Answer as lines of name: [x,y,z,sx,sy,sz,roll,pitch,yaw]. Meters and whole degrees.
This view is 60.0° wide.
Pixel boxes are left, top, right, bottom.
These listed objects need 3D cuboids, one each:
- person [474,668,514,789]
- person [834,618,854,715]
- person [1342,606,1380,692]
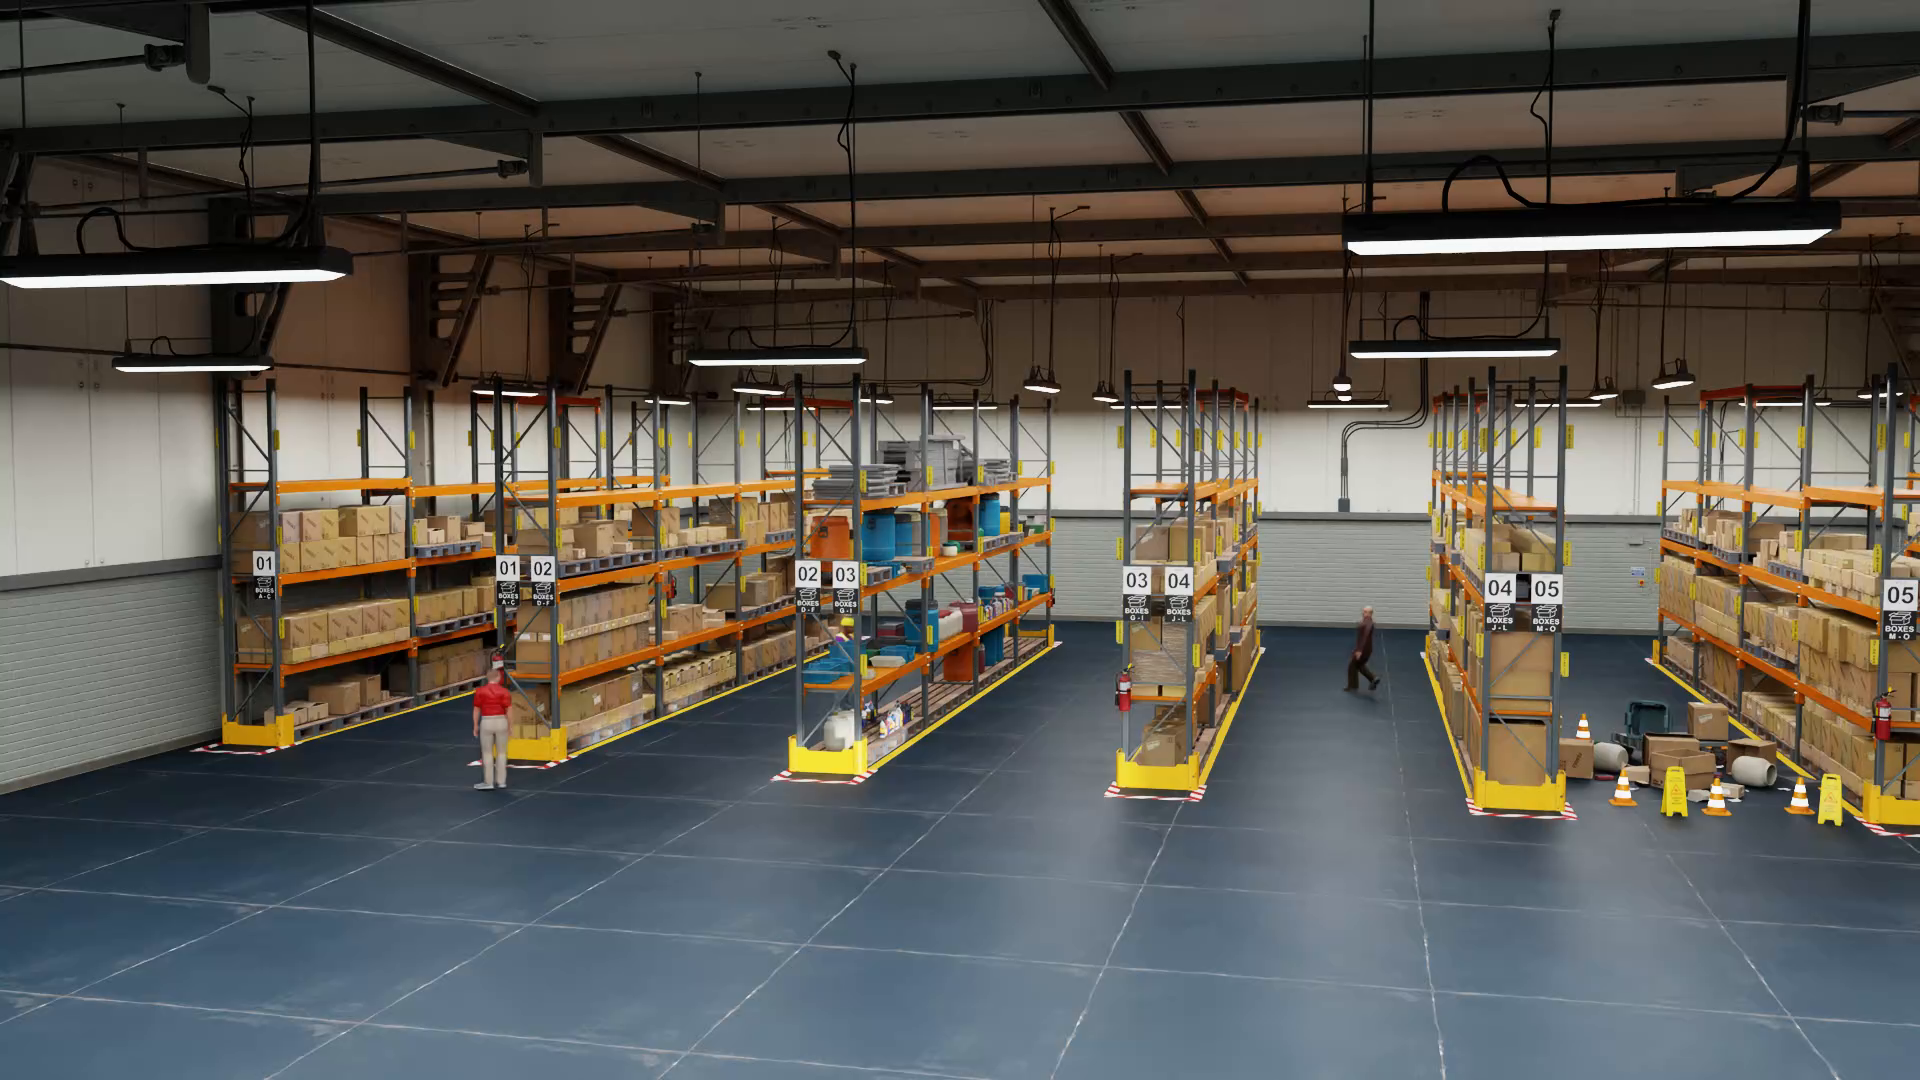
person: [-6.692,2.710,23.890,0.571,1.746,0.409,0,3,-4]
person: [-2.062,2.300,30.195,0.422,1.785,0.592,2,4,30]
person: [7.952,2.164,33.034,0.752,1.735,0.617,2,4,25]
